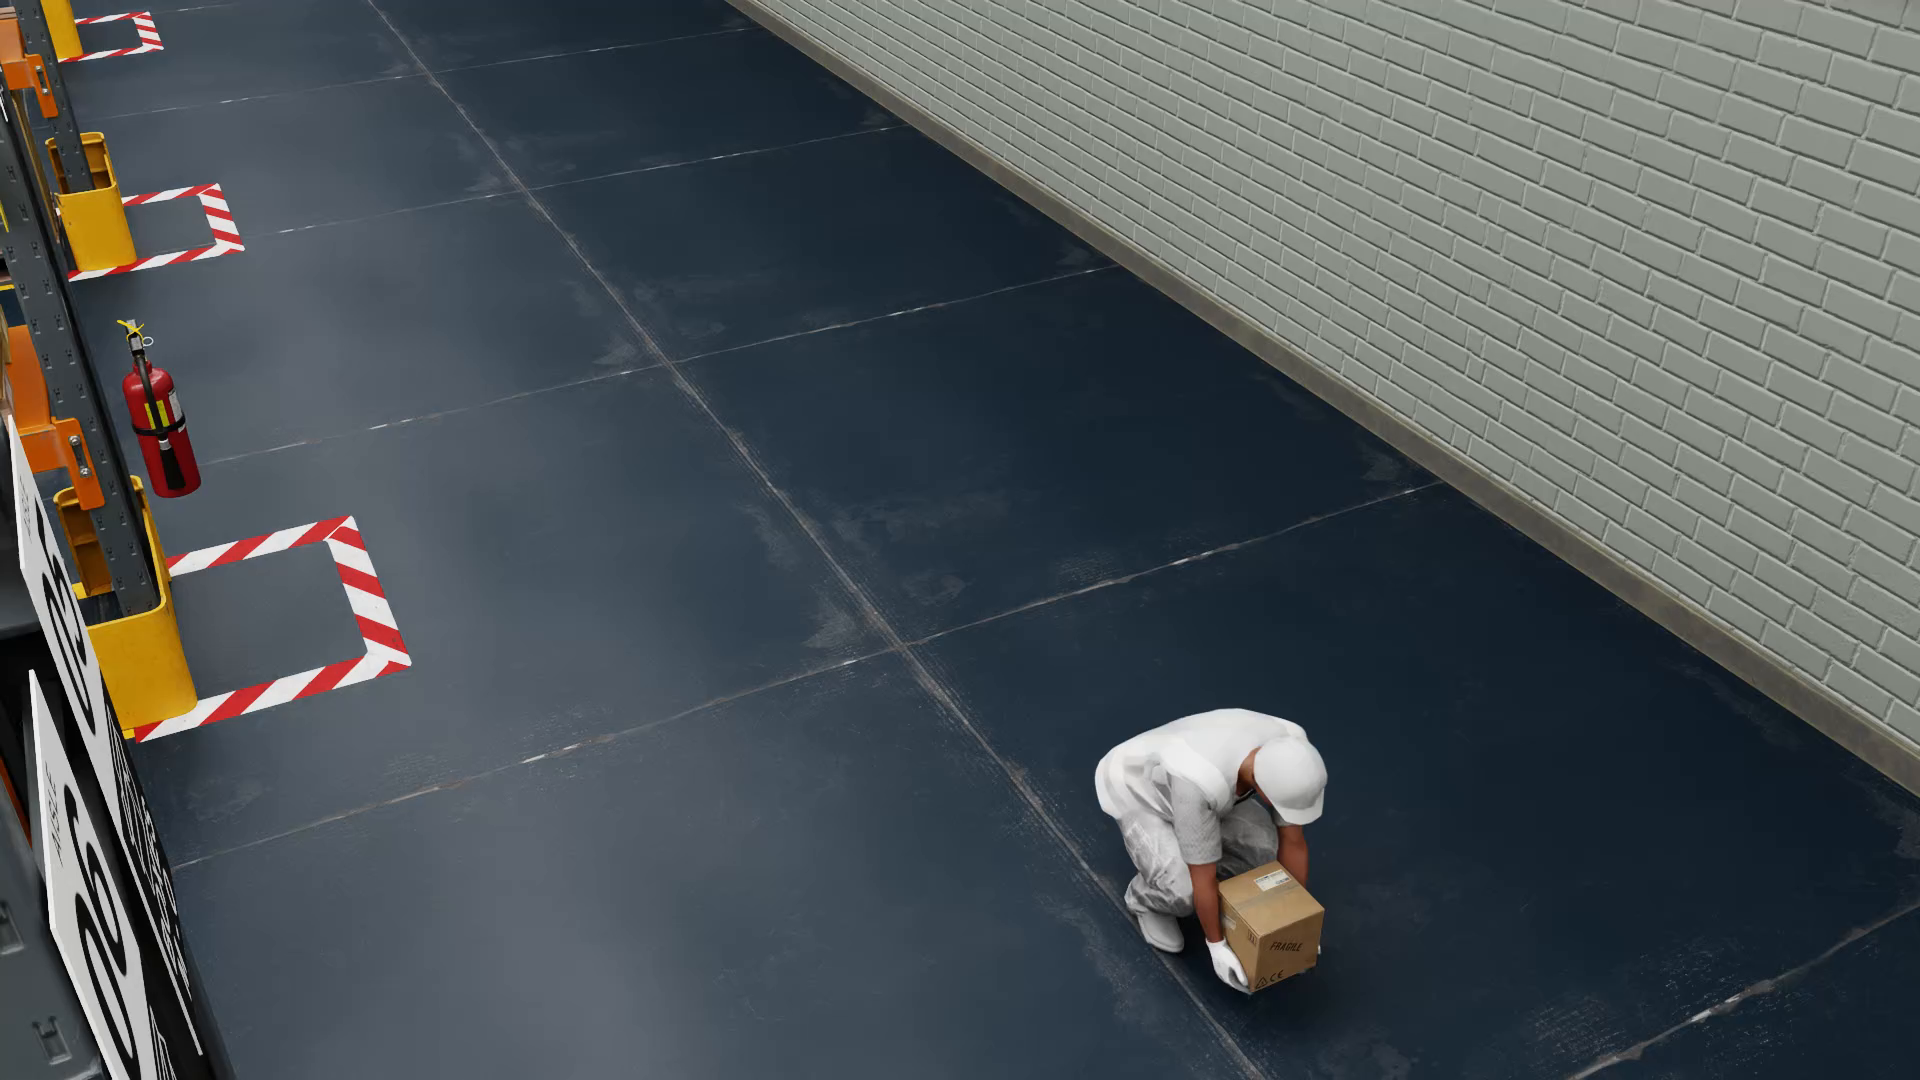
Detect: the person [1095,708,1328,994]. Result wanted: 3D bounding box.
[{"bbox_3d":[0.849,0.848,5.401,0.536,0.873,0.898,-17,36,-24],"label":"person"}]
